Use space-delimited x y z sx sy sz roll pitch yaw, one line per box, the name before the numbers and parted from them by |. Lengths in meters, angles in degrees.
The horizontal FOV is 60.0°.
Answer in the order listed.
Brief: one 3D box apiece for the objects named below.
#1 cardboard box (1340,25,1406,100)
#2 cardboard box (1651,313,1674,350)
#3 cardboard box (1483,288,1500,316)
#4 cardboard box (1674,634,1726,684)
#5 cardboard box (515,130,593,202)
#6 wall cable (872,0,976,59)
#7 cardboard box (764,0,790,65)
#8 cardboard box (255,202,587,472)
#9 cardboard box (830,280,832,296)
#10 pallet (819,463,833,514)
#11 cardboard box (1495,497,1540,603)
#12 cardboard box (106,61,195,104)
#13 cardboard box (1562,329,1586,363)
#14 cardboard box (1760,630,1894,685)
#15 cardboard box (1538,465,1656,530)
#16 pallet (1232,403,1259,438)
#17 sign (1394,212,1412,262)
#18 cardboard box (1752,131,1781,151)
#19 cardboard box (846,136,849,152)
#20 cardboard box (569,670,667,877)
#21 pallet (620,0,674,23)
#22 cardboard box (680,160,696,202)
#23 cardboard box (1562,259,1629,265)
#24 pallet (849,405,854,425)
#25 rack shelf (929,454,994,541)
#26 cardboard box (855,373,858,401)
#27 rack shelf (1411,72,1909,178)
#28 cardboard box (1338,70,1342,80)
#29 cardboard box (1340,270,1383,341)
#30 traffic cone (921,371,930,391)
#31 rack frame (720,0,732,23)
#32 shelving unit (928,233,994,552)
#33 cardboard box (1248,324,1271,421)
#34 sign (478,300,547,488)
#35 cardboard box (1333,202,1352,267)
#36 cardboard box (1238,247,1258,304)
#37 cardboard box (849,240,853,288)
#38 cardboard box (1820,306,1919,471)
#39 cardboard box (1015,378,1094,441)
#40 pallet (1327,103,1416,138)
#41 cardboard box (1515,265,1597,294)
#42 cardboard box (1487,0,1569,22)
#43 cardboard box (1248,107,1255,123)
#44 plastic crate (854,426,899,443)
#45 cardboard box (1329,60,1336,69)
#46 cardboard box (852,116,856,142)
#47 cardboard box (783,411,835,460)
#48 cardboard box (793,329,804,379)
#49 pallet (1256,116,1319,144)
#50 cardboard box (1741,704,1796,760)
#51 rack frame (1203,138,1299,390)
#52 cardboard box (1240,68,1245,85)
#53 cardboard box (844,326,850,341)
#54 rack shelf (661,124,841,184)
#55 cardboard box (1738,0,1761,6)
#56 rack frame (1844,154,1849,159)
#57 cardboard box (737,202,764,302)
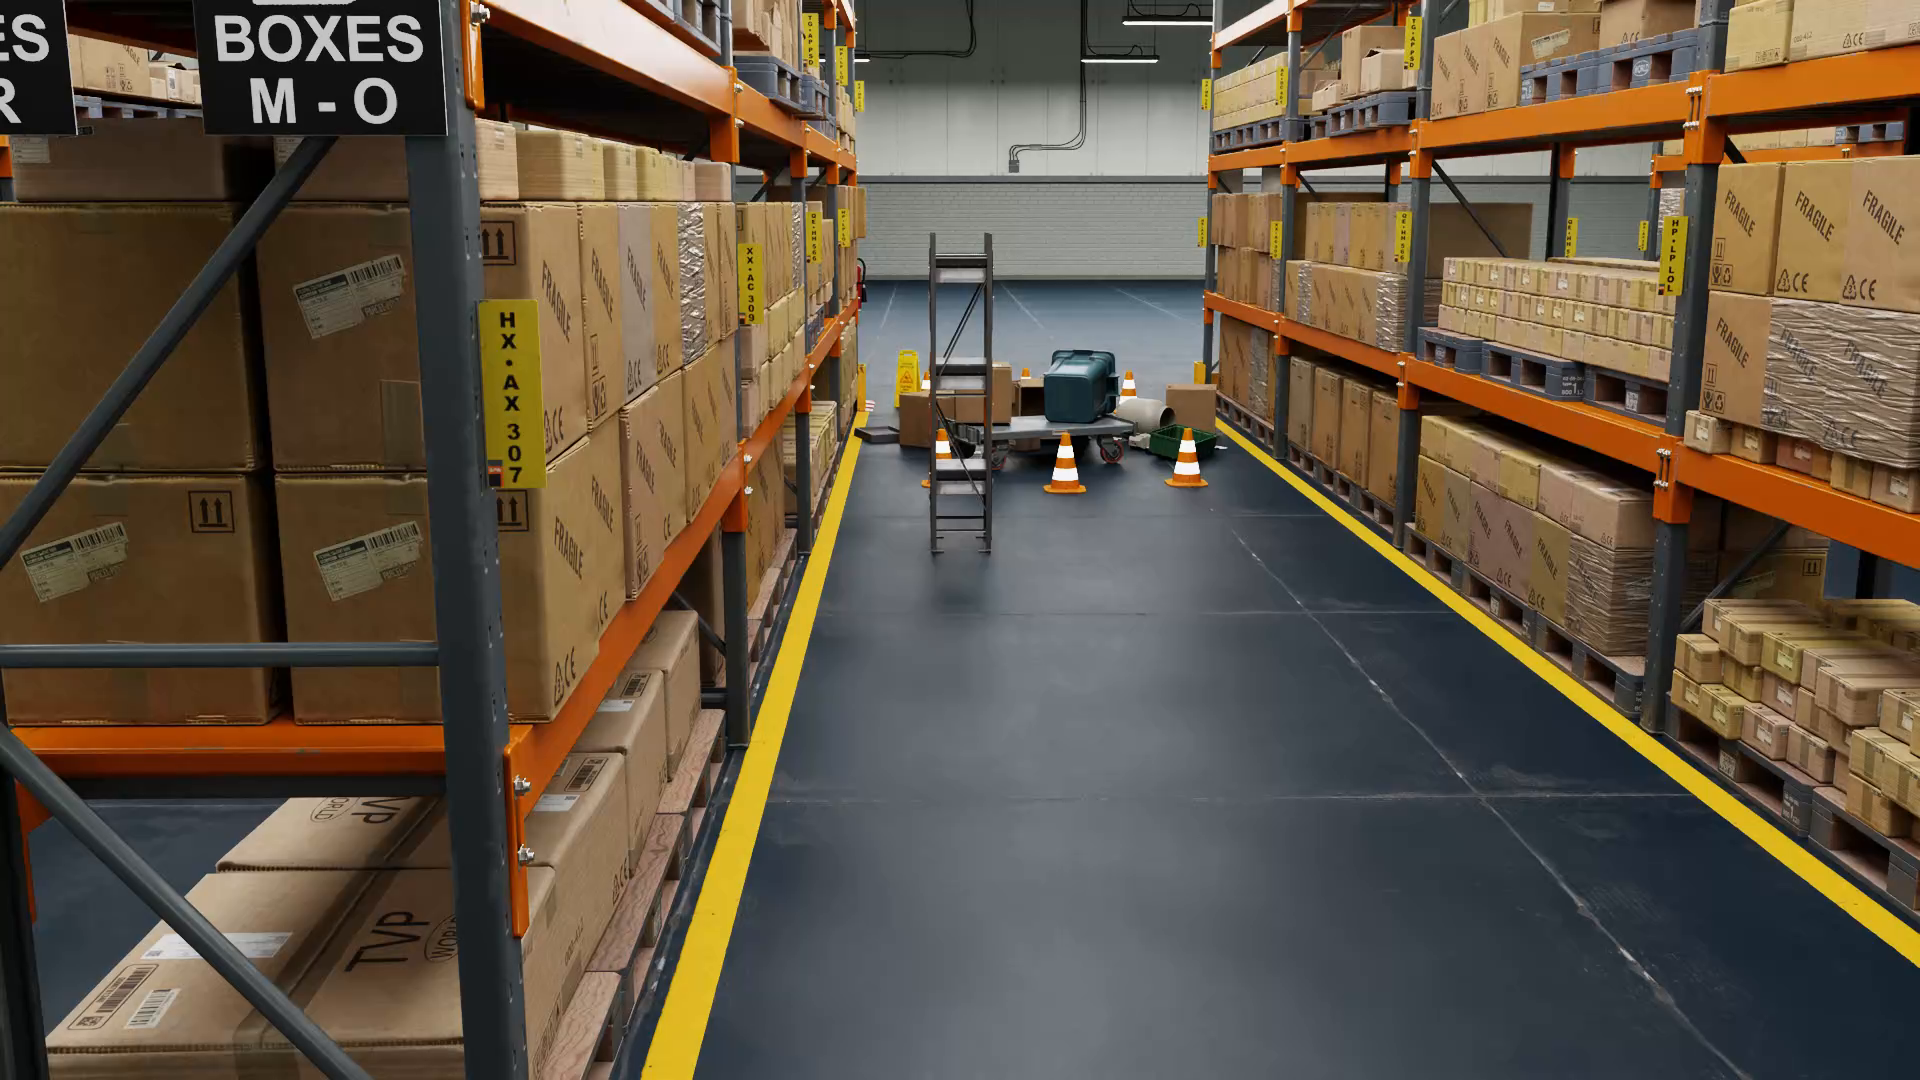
cardboard box | 3.137 -3.536 12.341 0.500 0.500 0.500 0 11 -1
cardboard box | 3.330 -0.929 7.424 0.380 0.149 0.250 0 11 1
cardboard box | 3.285 -1.392 9.705 0.380 0.149 0.250 0 11 -1
cardboard box | 3.224 0.496 6.934 0.380 0.149 0.250 0 11 1
cardboard box | -1.026 -0.820 3.657 0.380 0.149 0.250 0 11 1
wall cable | -1.068 -15.505 49.021 3.097 2.526 0.112 0 11 -1
cardboard box | -1.167 -2.753 8.733 0.500 0.500 0.500 0 11 -1
cardboard box | -1.053 -0.423 3.332 0.500 0.500 0.500 0 11 -2
cardboard box | -1.290 -2.154 14.208 0.380 0.149 0.250 0 11 0
pallet | -1.531 -0.408 13.039 1.003 0.211 1.213 0 11 -1
cardboard box | 3.252 0.047 9.016 0.500 0.500 0.500 0 11 -2
cardboard box | -6.264 -3.537 12.822 0.500 0.311 0.500 -1 11 -3
cardboard box | 3.304 -0.990 8.469 0.380 0.149 0.250 -1 11 -4
cardboard box | 3.337 0.452 6.407 0.380 0.149 0.250 0 11 -2
cardboard box | 3.270 -0.220 8.445 0.500 0.250 0.500 0 11 2
pallet | 3.405 -1.241 17.145 1.003 0.211 1.213 0 11 -1
sign | 2.898 -1.982 10.874 0.100 0.325 0.005 0 11 -1
cardboard box | 8.045 -3.904 16.093 0.500 0.250 0.500 0 11 -2
cardboard box | -1.296 -3.940 16.521 0.380 0.149 0.250 0 11 -2
cardboard box | -1.486 0.771 5.603 0.875 0.438 0.875 -1 11 -3
pallet | -1.382 -1.604 4.601 1.003 0.211 1.213 0 11 -1
cardboard box | -1.189 -1.326 6.155 0.380 0.149 0.250 0 11 0
cardboard box | 3.925 -1.647 10.210 0.380 0.149 0.250 0 11 -2
pallet | -1.676 -1.424 18.049 1.003 0.211 1.213 0 11 -1
rack shelf | 0.003 -0.297 11.330 0.431 0.518 0.480 0 11 -1
cardboard box | -1.373 -1.662 18.064 0.500 0.250 0.500 0 11 -1
rack shelf | 3.495 -2.138 8.817 1.077 0.370 4.000 0 11 -1
cardboard box | 3.640 -4.108 15.043 0.500 0.250 0.500 0 11 -1
cardboard box | 3.156 -1.754 12.408 0.500 0.500 0.500 0 11 -2
traffic cone | -0.360 -1.644 18.500 0.336 0.463 0.334 0 11 -1
rack frame | -1.411 -3.522 6.288 1.000 3.000 0.127 0 11 -1
shelving unit | 0.003 -0.996 11.188 0.431 2.100 0.503 0 11 -1
cardboard box | 3.405 -1.682 16.593 0.875 0.875 0.875 0 11 -1
sign | -0.773 -0.251 2.877 0.100 0.325 0.005 0 11 -1
cardboard box | 3.409 -2.451 13.328 0.700 0.500 0.500 0 11 -1
cardboard box | 3.312 -2.682 16.856 0.875 0.550 0.500 0 11 -1
cardboard box | -1.360 -2.857 17.096 0.500 0.500 0.500 0 11 -1
cardboard box | 3.286 -0.519 5.575 0.500 0.500 0.500 0 11 -2
cardboard box | 0.936 -1.286 16.291 0.797 0.637 0.503 0 11 -1
pallet | 3.361 -3.145 12.449 1.003 0.211 1.213 0 11 1
cardboard box | 3.298 -1.438 9.183 0.380 0.149 0.250 0 11 1
cardboard box | 3.241 -3.077 9.463 0.396 0.266 0.258 0 11 -1
cardboard box | 3.015 -4.139 16.196 0.380 0.149 0.250 0 11 -2
plastic crate | -0.789 -1.057 16.569 0.402 0.080 0.583 -4 12 -21
cardboard box | 3.686 -4.431 15.629 0.380 0.149 0.250 0 11 -2
cardboard box | -1.379 -4.409 17.834 0.500 0.250 0.500 0 11 -2
cardboard box | -1.545 -0.843 13.725 0.950 0.372 0.625 0 11 2
cardboard box | -1.197 -1.103 9.828 0.500 0.250 0.500 0 11 0
pallet | 3.364 -3.802 15.435 1.003 0.211 1.213 0 11 -1
cardboard box | 3.285 0.744 6.459 0.380 0.149 0.250 0 11 -1
rack frame | 3.288 -3.008 18.842 1.000 3.000 0.127 0 11 -1
cardboard box | 3.007 -4.629 16.608 0.380 0.149 0.250 0 11 0
cardboard box | -1.282 -2.015 16.290 0.380 0.149 0.250 0 11 2
rack shelf | -1.535 -2.892 12.537 1.077 0.370 4.000 0 11 -1
cardboard box | 3.306 -2.168 6.275 0.500 0.250 0.500 0 11 1
rack frame | 8.332 -2.213 14.924 1.000 3.000 0.127 0 11 -1
cardboard box | -1.133 -1.210 7.212 0.500 0.500 0.500 0 11 0
